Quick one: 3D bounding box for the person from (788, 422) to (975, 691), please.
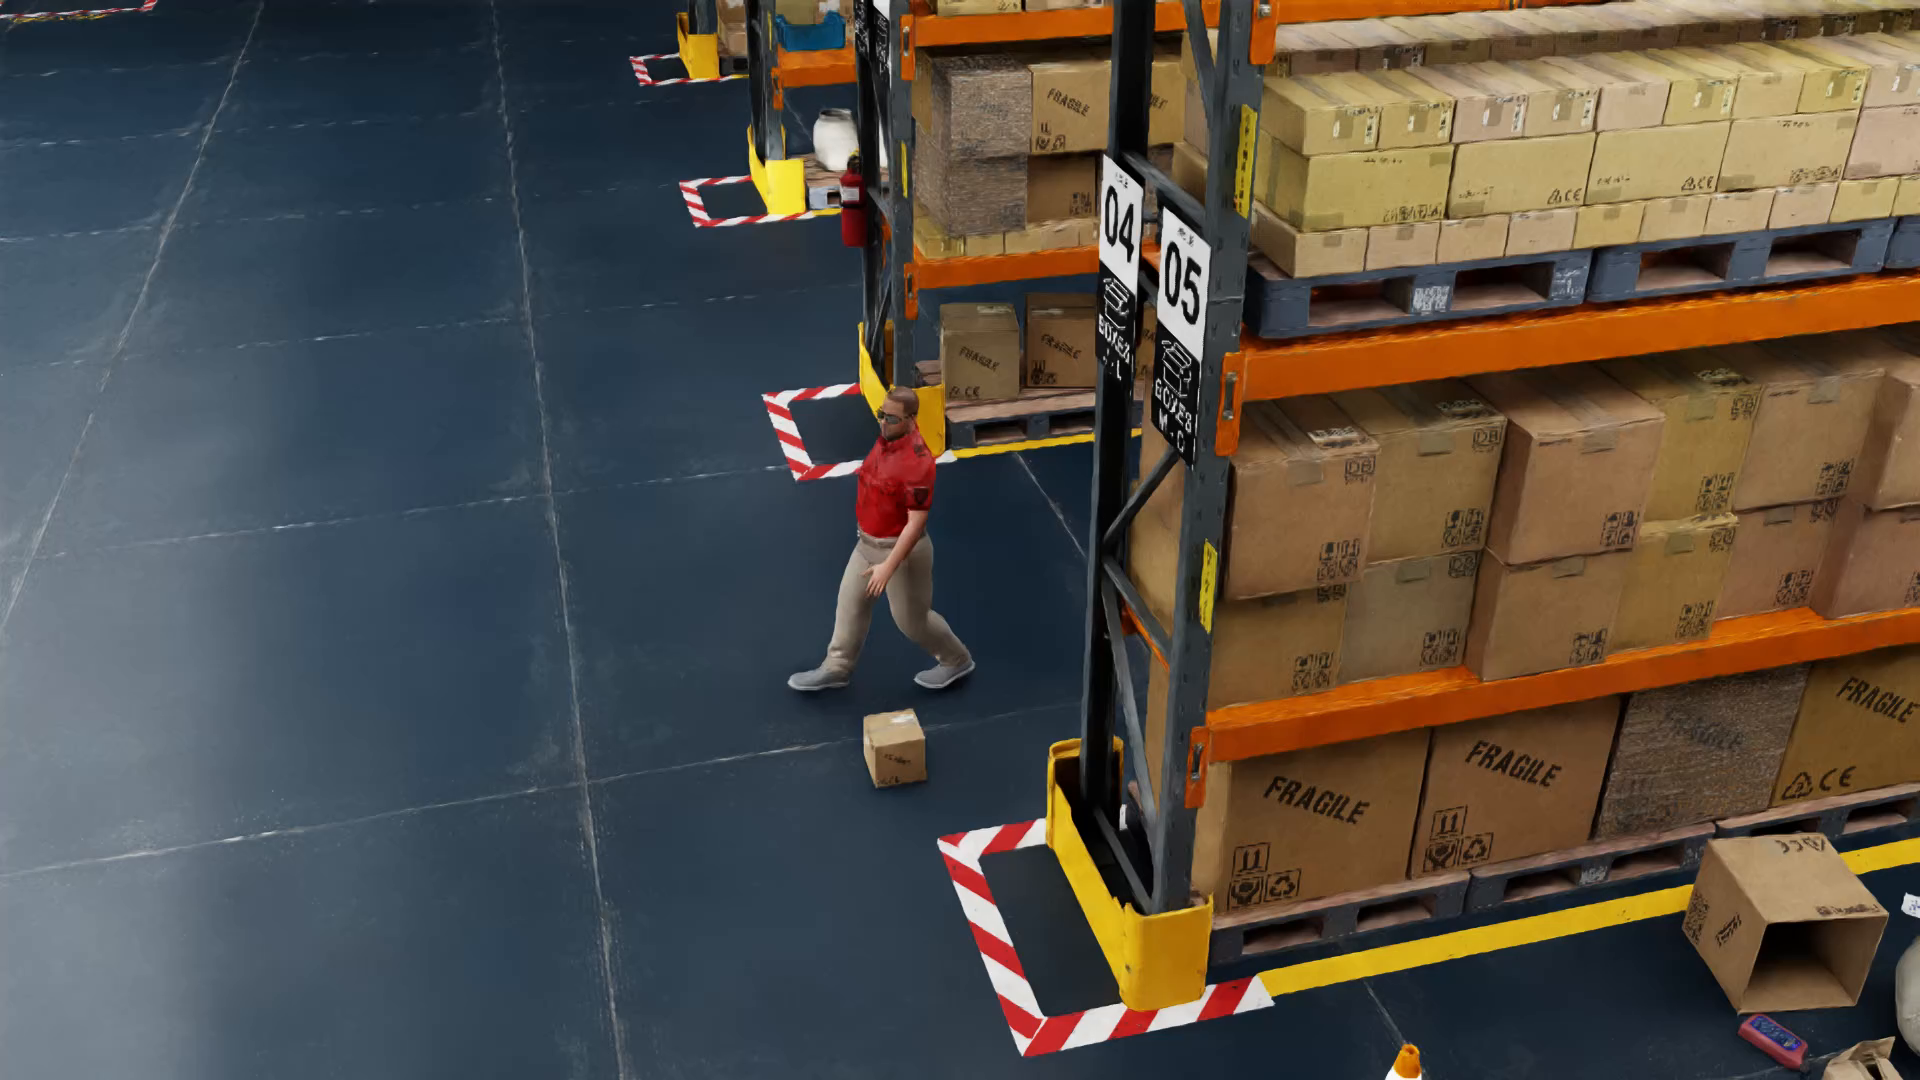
[{"bbox_3d":[-0.379,0.140,8.228,0.927,1.483,0.541,-14,33,-23],"label":"person"}]
